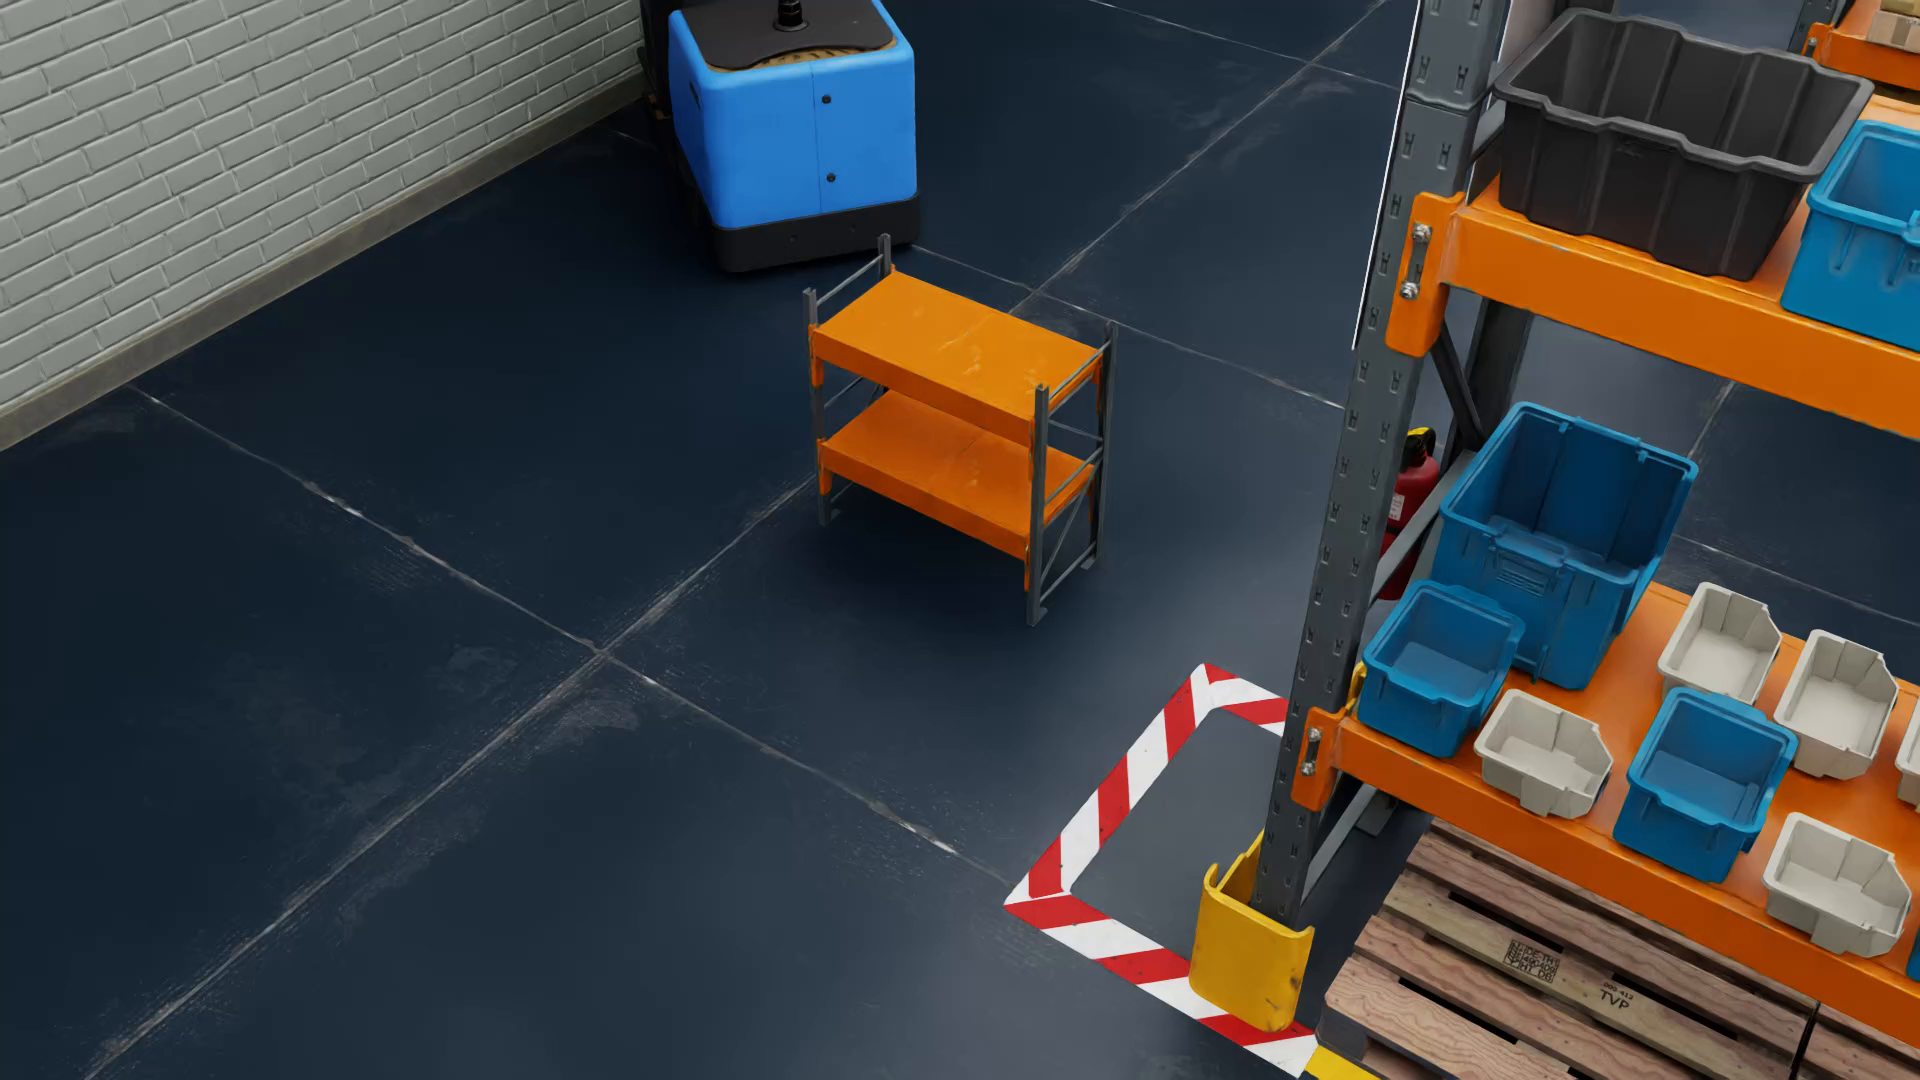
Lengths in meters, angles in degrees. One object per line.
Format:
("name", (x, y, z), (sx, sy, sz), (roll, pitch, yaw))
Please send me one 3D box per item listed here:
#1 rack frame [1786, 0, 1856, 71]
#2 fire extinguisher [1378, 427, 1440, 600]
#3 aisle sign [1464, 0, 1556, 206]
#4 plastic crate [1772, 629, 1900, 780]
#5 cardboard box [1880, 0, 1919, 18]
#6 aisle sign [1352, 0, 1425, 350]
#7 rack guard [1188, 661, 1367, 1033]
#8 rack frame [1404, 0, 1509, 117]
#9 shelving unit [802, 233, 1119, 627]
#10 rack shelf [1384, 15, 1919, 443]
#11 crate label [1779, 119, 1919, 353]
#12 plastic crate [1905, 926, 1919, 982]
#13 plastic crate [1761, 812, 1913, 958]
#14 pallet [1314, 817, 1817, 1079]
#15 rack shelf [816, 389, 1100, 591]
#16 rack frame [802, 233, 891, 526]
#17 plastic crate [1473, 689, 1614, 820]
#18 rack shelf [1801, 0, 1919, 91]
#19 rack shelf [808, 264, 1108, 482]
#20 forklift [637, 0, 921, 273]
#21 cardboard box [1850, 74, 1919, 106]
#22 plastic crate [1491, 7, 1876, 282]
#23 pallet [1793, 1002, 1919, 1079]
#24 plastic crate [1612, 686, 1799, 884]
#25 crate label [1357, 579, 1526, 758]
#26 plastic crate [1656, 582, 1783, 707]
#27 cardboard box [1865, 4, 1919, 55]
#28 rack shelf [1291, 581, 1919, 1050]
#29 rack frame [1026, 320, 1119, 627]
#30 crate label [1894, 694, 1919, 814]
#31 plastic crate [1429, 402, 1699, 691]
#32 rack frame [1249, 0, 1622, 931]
("rack frame", (4.037, -2.683, 7.499), (0.127, 3.000, 1.000), (25, 48, 25))
("fire extinguisher", (1.330, -0.117, 4.969), (0.183, 0.674, 0.296), (25, 48, 25))
("aisle sign", (1.302, -1.135, 3.820), (0.004, 0.787, 0.394), (25, 48, 25))
("plastic crate", (2.193, 0.429, 4.174), (0.243, 0.136, 0.396), (25, 48, 25))
("cardboard box", (4.275, -2.407, 7.080), (0.500, 0.250, 0.500), (24, 47, 24))
("aisle sign", (0.963, -0.813, 3.460), (0.004, 0.787, 0.394), (25, 48, 25))
("rack guard", (1.166, 0.950, 5.313), (0.348, 0.500, 1.175), (25, 48, 25))
("rack frame", (1.193, -2.215, 2.477), (0.127, 3.000, 1.000), (25, 48, 25))
("shelving unit", (-0.006, -0.422, 6.378), (1.048, 1.125, 0.538), (25, 48, 25))
("rack shelf", (2.830, -0.063, 2.861), (4.000, 0.370, 1.077), (25, 48, 25))
("crate label", (1.763, -0.512, 2.934), (0.502, 0.251, 0.408), (25, 48, 25))
("plastic crate", (2.284, 0.839, 3.643), (0.300, 0.233, 0.416), (25, 48, 25))
("plastic crate", (1.976, 0.799, 3.760), (0.298, 0.136, 0.250), (25, 48, 25))
("pallet", (1.846, 1.397, 5.030), (1.213, 0.211, 1.003), (25, 48, 25))
("rack shelf", (-0.006, -0.240, 6.541), (1.000, 0.278, 0.538), (25, 48, 25))
("rack frame", (-0.422, -0.616, 6.595), (0.032, 1.125, 0.500), (25, 48, 25))
("plastic crate", (1.421, 0.539, 4.051), (0.298, 0.136, 0.250), (25, 48, 25))
("rack shelf", (5.674, -1.649, 6.883), (4.000, 0.370, 1.077), (25, 48, 25))
("rack shelf", (-0.006, -0.640, 6.183), (1.000, 0.278, 0.538), (25, 48, 25))
("forklift", (-1.145, -3.390, 8.340), (1.130, 2.935, 3.031), (-12, 43, -14))
("cardboard box", (4.607, -1.846, 7.842), (0.875, 0.875, 0.875), (25, 48, 25))
("plastic crate", (1.348, -0.749, 3.186), (0.590, 0.269, 0.497), (25, 48, 25))
("pallet", (2.840, 1.865, 4.508), (1.213, 0.211, 1.003), (25, 48, 25))
("plastic crate", (1.745, 0.587, 3.925), (0.300, 0.233, 0.416), (25, 48, 25))
("crate label", (1.206, 0.335, 4.206), (0.303, 0.233, 0.416), (25, 48, 25))
("plastic crate", (1.964, 0.310, 4.306), (0.243, 0.136, 0.396), (25, 48, 25))
("cardboard box", (4.138, -2.273, 7.230), (0.250, 0.149, 0.380), (26, 48, 26))
("rack shelf", (2.830, 1.055, 3.861), (4.000, 0.370, 1.077), (25, 48, 25))
("rack frame", (0.411, -0.227, 6.160), (0.032, 1.125, 0.500), (25, 48, 25))
("crate label", (2.435, 0.522, 4.069), (0.243, 0.136, 0.396), (25, 48, 25))
("plastic crate", (1.574, 0.012, 4.416), (0.499, 0.435, 0.616), (25, 48, 25))
("rack frame", (1.193, 0.021, 4.477), (0.127, 3.000, 1.000), (25, 48, 25))
